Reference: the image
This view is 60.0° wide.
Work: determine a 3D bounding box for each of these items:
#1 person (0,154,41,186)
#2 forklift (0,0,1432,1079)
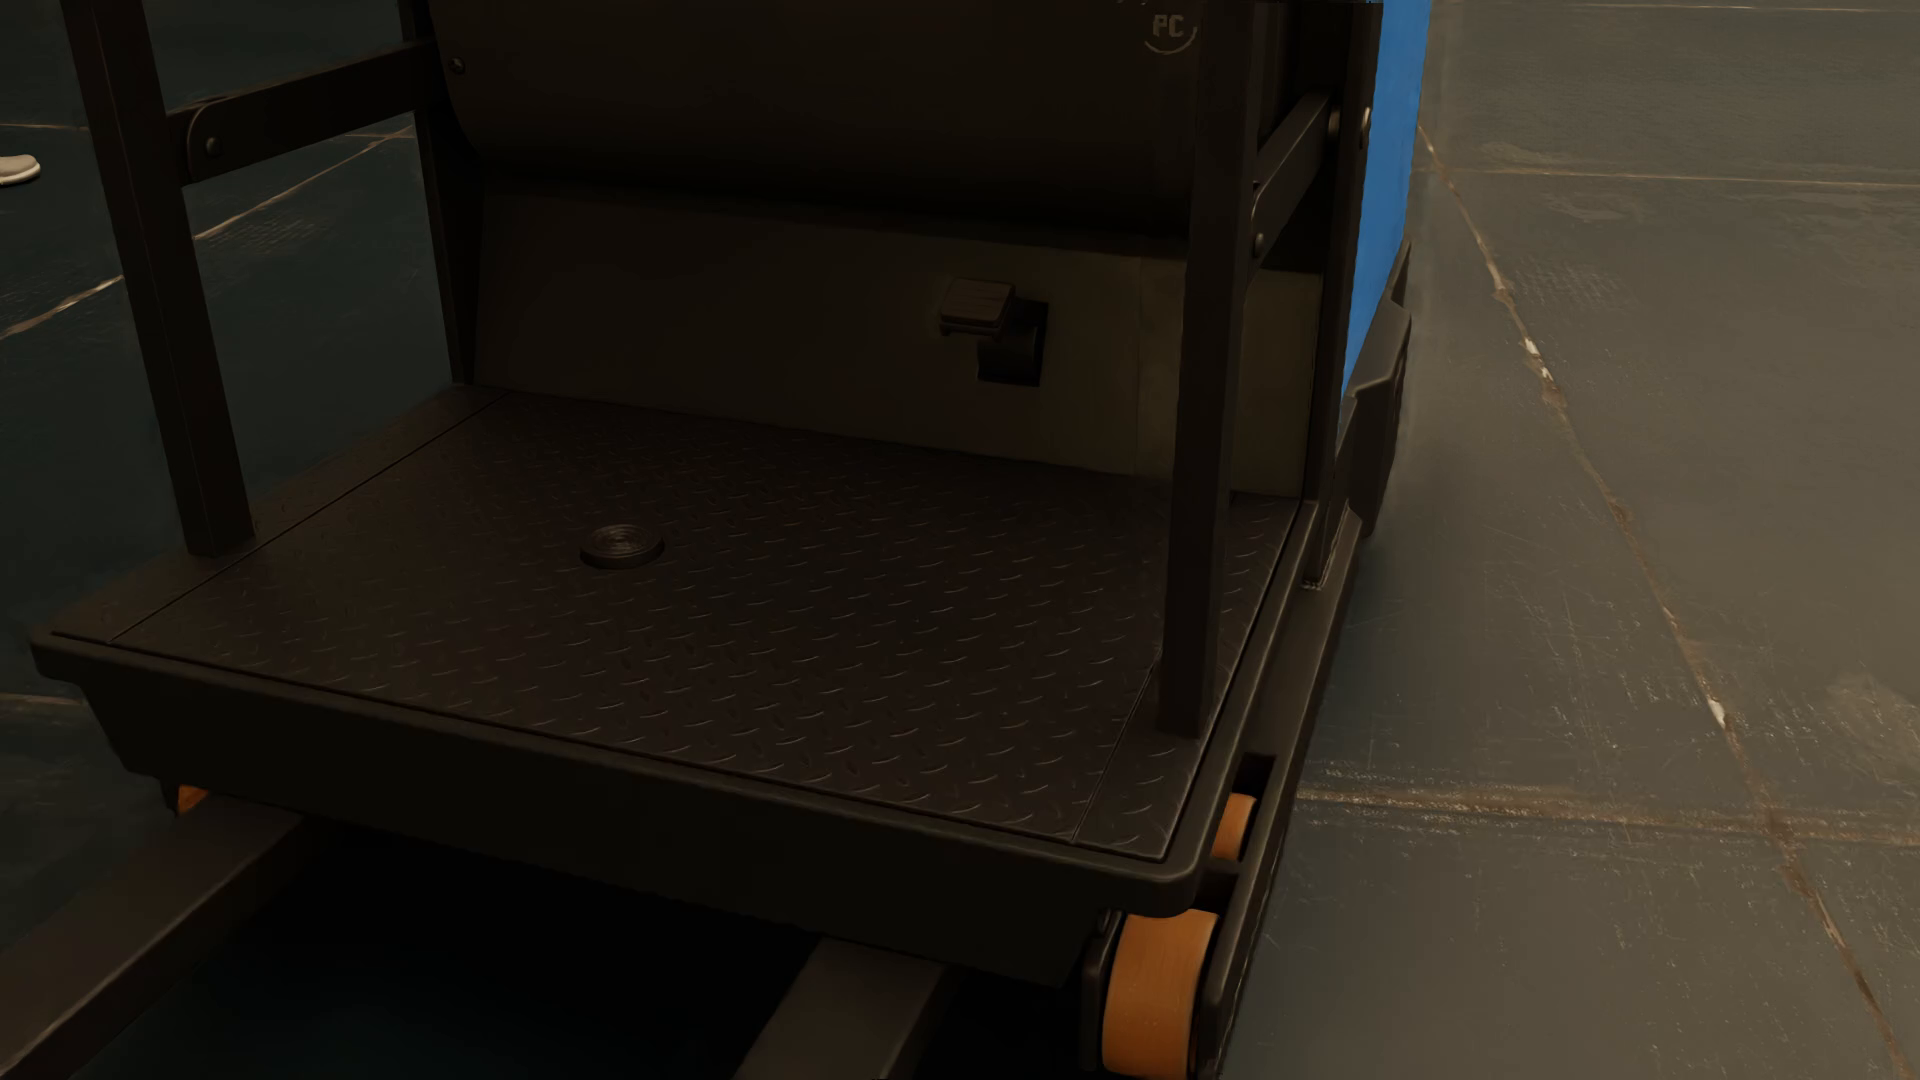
[{"bbox_3d":[-2.805,-1.687,4.005,0.586,1.673,0.531,16,31,29],"label":"person"},{"bbox_3d":[-0.193,-1.023,1.267,1.130,2.935,3.031,9,28,17],"label":"forklift"}]
